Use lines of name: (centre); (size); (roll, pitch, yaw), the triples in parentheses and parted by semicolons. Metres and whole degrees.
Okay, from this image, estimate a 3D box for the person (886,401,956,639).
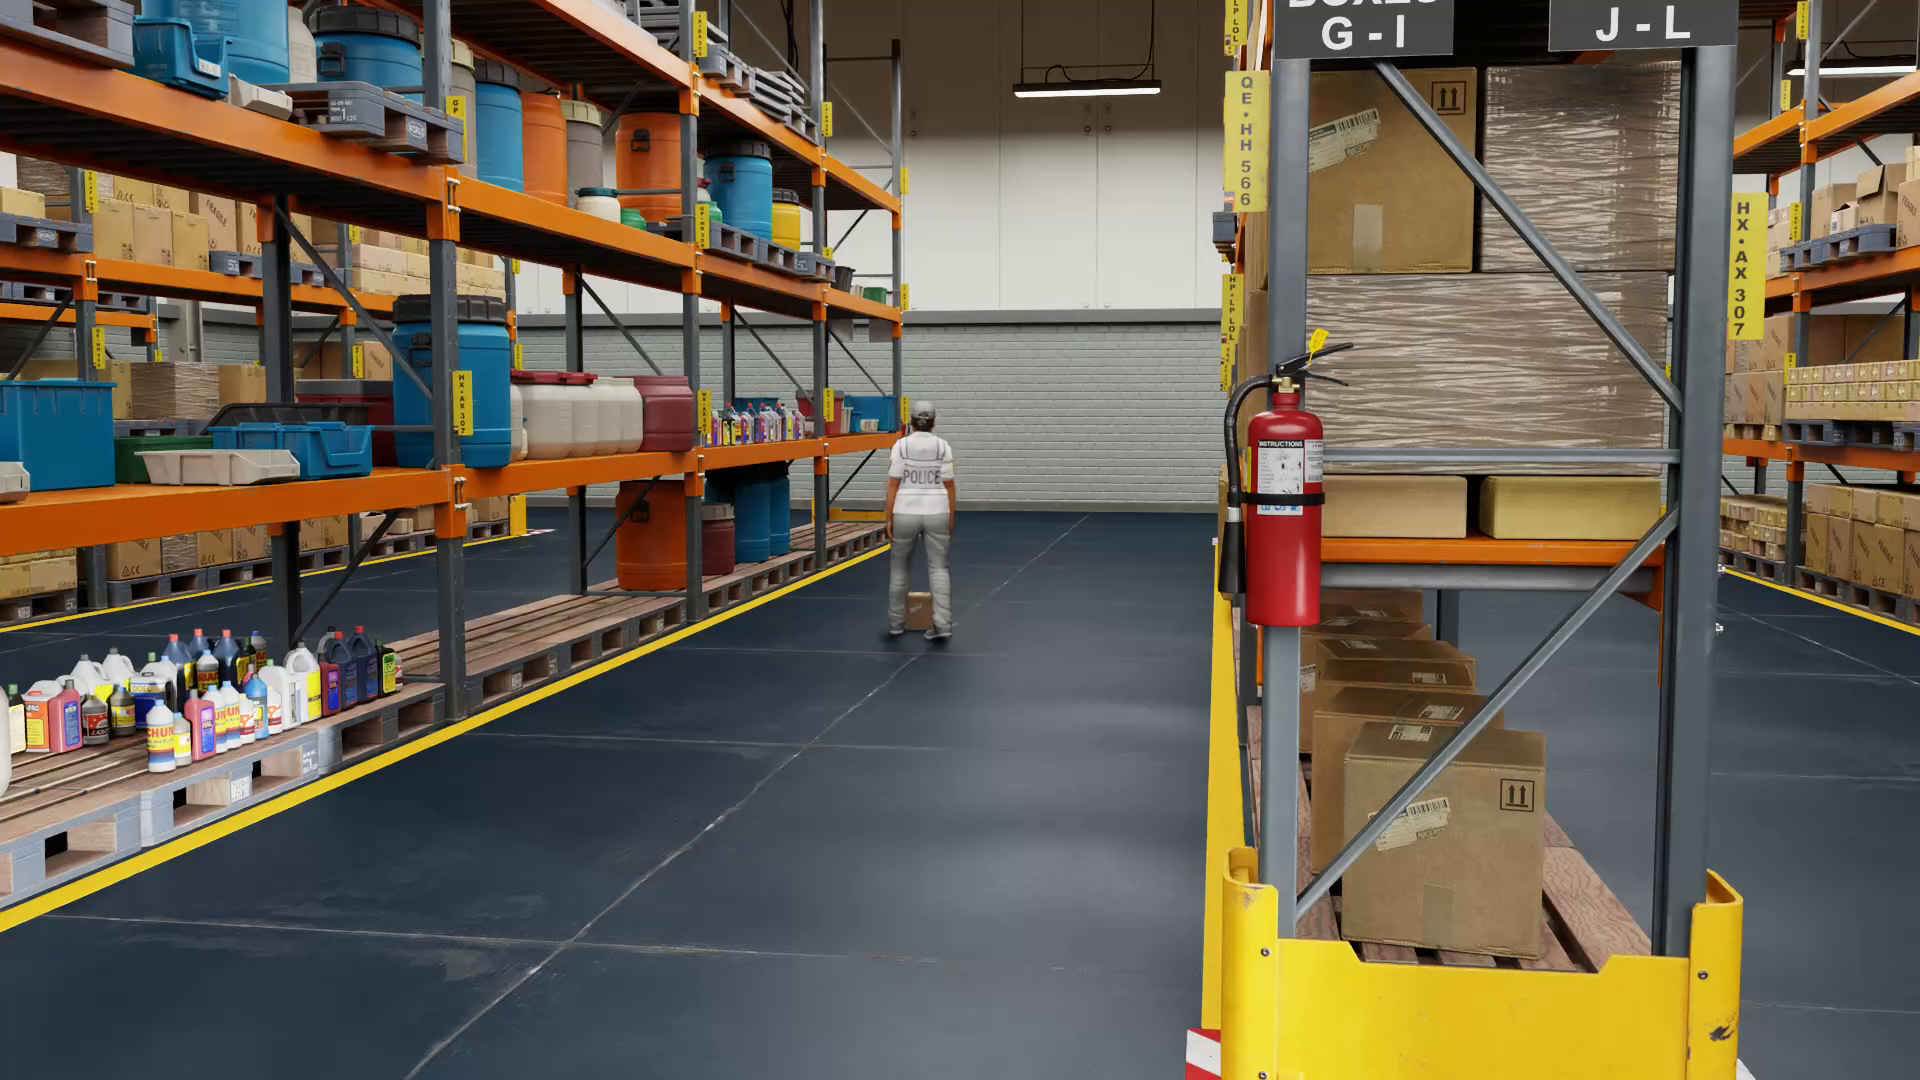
person: (-0.285, -0.144, 11.694); (0.487, 1.661, 0.643); (-1, 5, -7)
